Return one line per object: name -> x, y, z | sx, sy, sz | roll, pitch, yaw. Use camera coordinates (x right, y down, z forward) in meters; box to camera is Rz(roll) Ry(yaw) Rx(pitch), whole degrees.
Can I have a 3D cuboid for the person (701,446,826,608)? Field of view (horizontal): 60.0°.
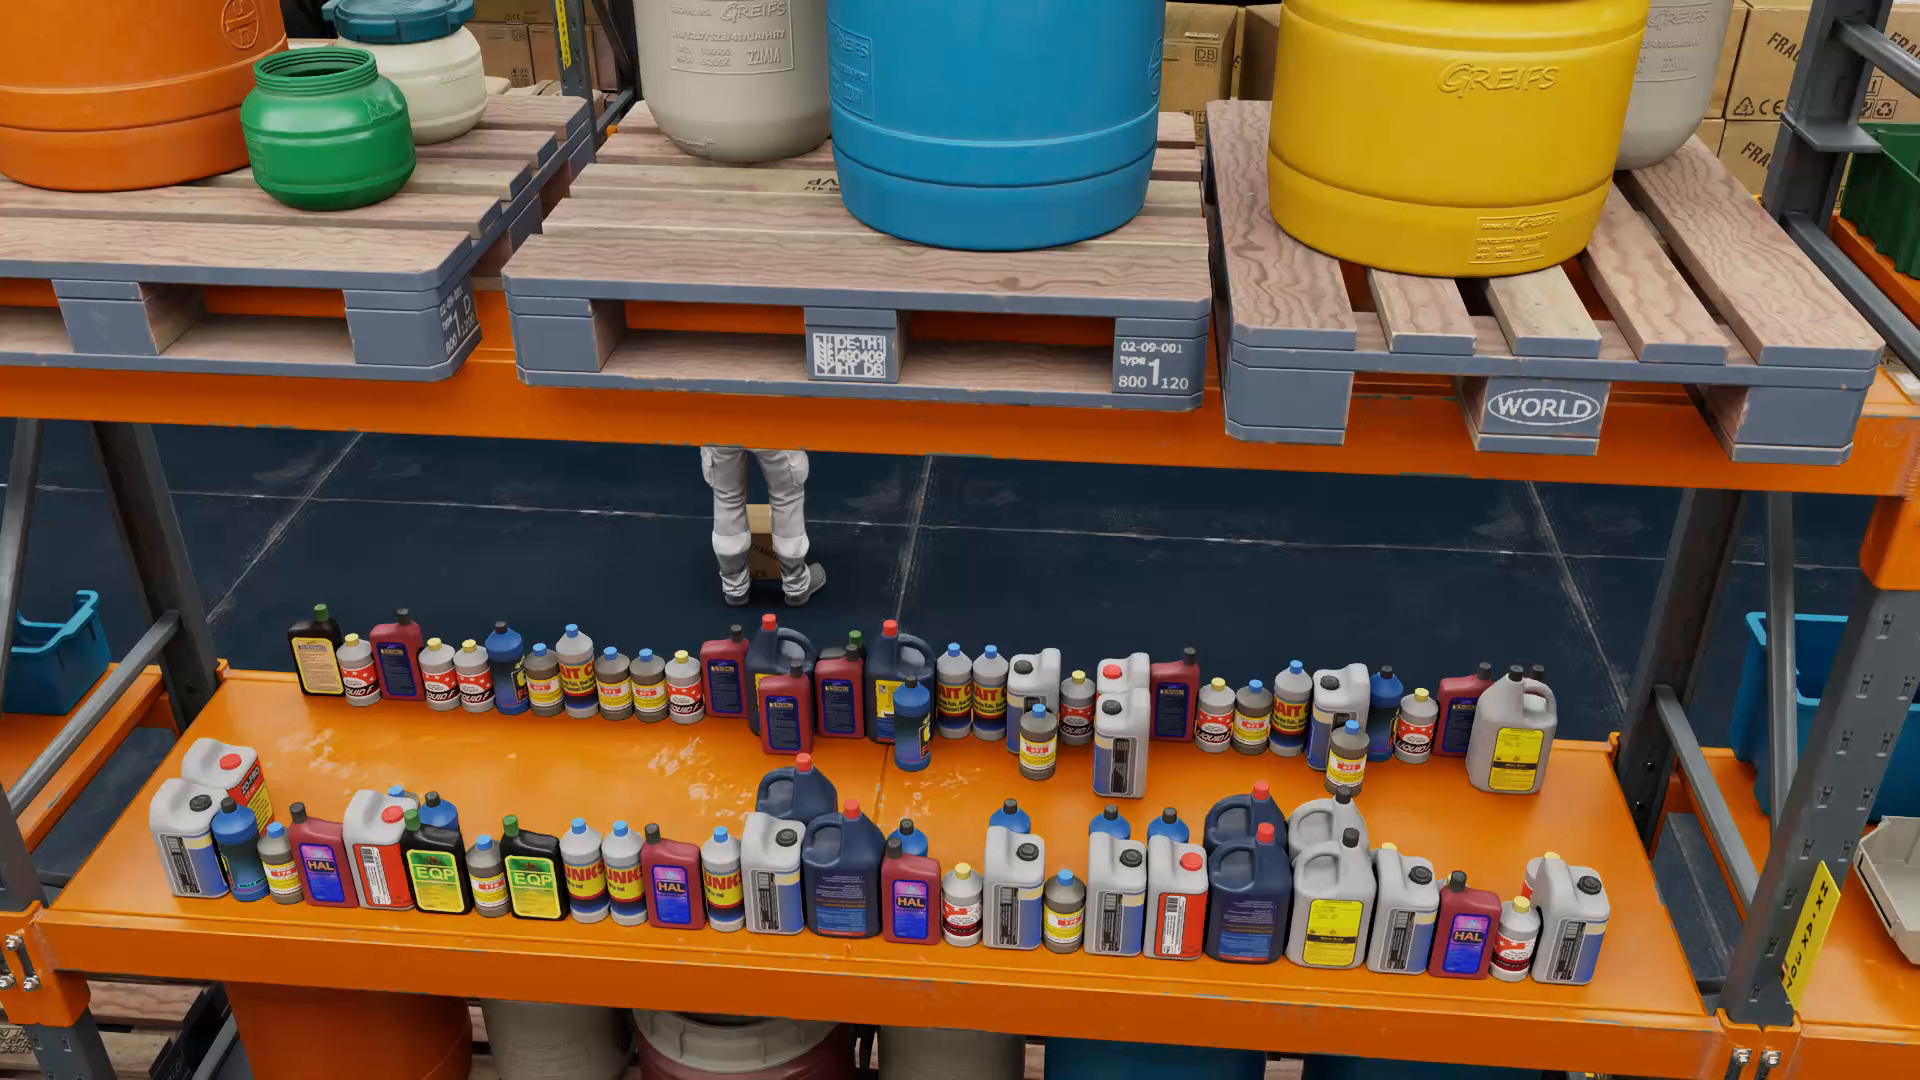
person -> -0.878, -0.521, 6.965 | 0.609, 1.780, 0.448 | 3, 32, 4
